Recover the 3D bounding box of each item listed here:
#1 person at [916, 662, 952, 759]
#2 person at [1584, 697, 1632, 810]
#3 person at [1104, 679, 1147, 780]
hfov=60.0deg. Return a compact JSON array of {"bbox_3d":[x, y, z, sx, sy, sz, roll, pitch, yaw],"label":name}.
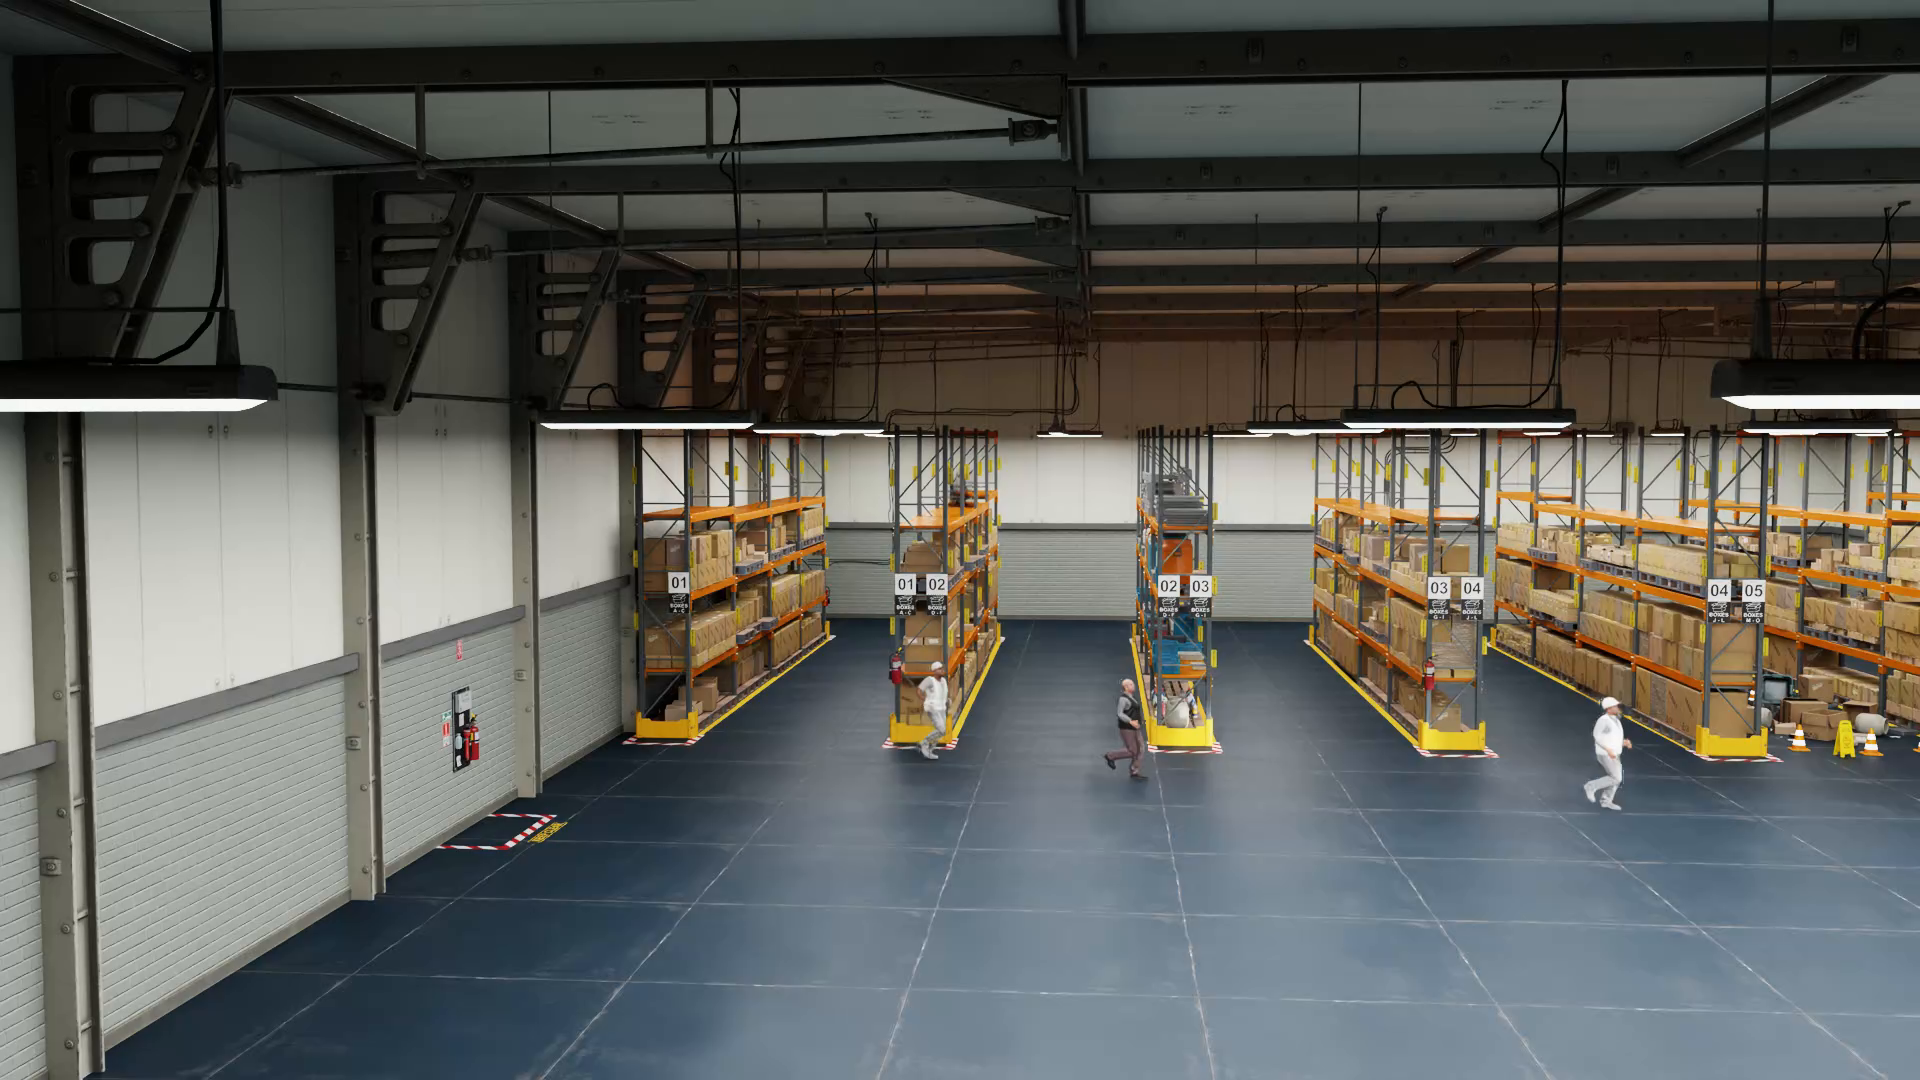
[{"bbox_3d":[-0.400,3.054,29.842,0.512,1.729,0.722,2,4,35],"label":"person"},{"bbox_3d":[10.093,3.306,25.866,0.627,1.746,0.656,3,4,39],"label":"person"},{"bbox_3d":[2.827,3.195,28.137,0.733,1.694,0.661,2,4,25],"label":"person"}]
